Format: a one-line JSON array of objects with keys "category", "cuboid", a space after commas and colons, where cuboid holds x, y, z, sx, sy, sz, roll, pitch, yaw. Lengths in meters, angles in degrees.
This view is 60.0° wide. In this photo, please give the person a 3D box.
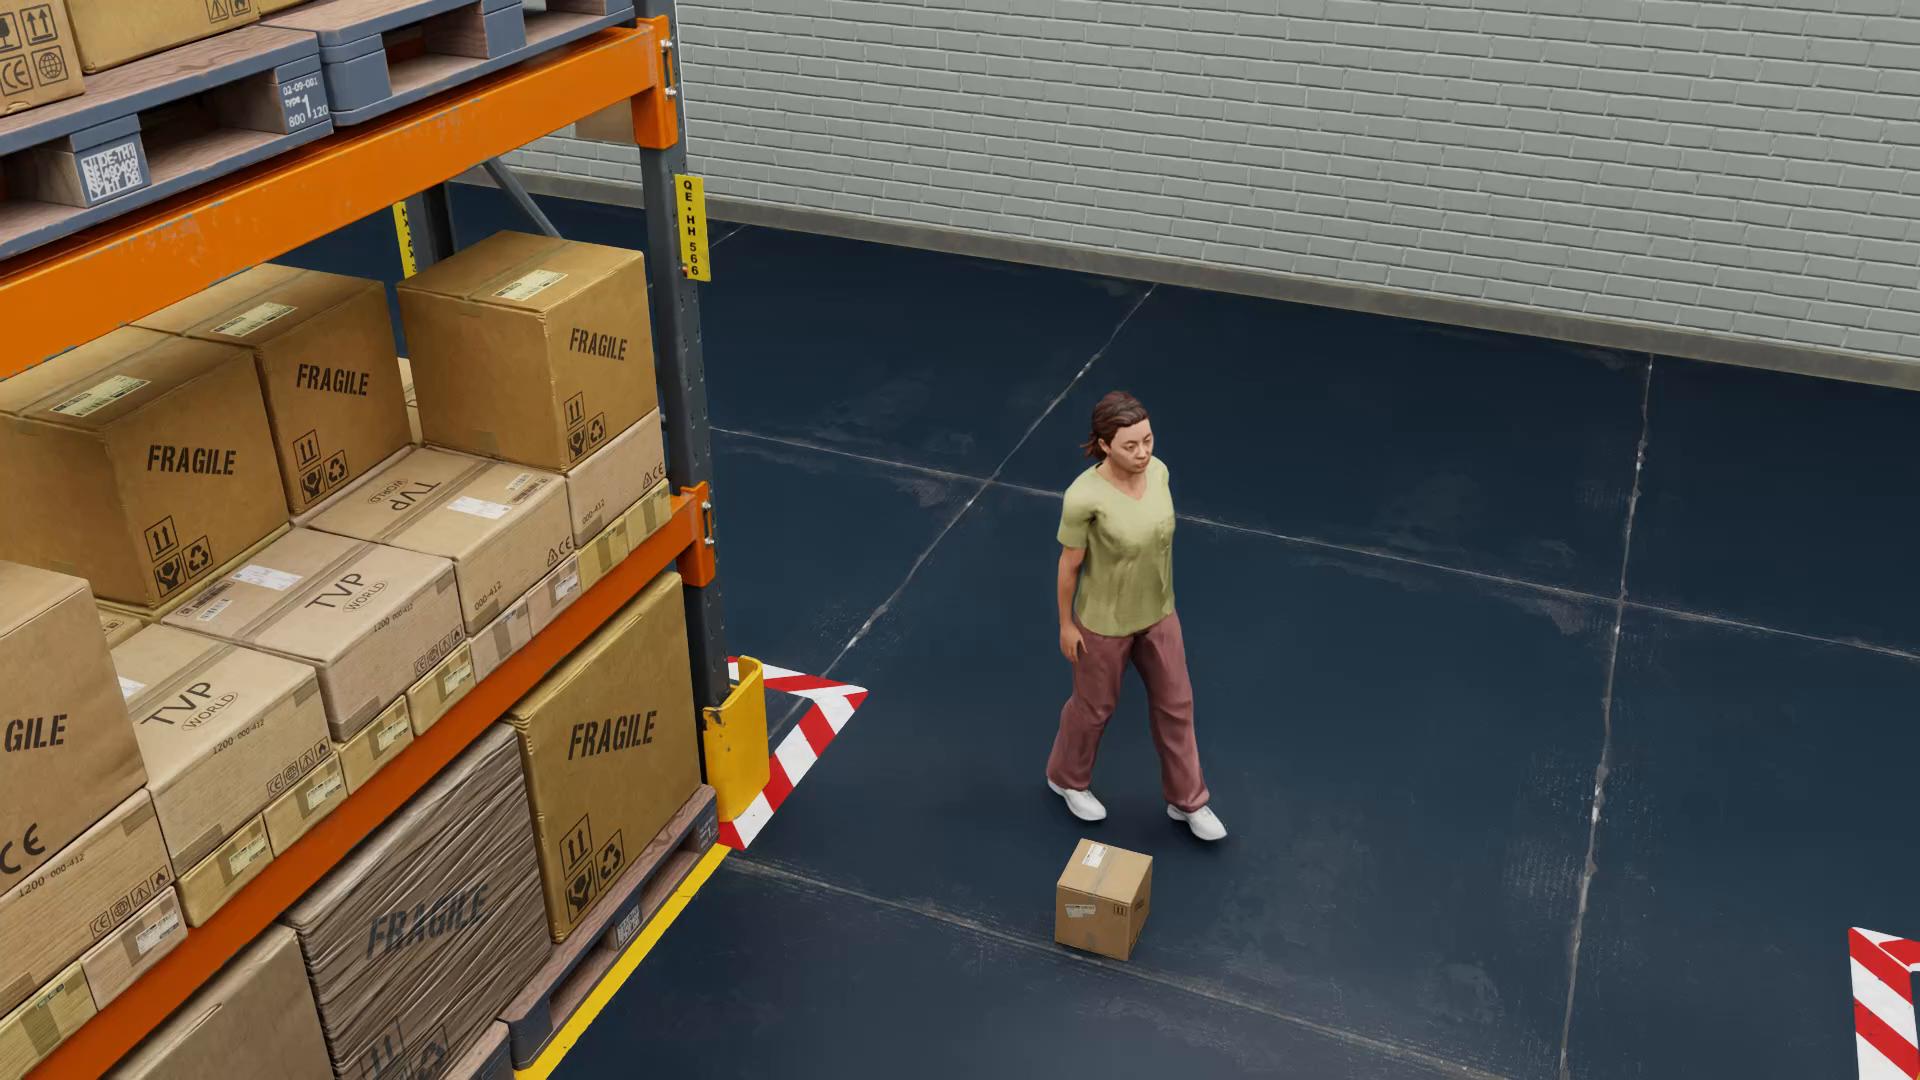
[{"category": "person", "cuboid": [0.610, 0.293, 5.608, 0.475, 1.664, 0.679, -18, 34, -28]}]
